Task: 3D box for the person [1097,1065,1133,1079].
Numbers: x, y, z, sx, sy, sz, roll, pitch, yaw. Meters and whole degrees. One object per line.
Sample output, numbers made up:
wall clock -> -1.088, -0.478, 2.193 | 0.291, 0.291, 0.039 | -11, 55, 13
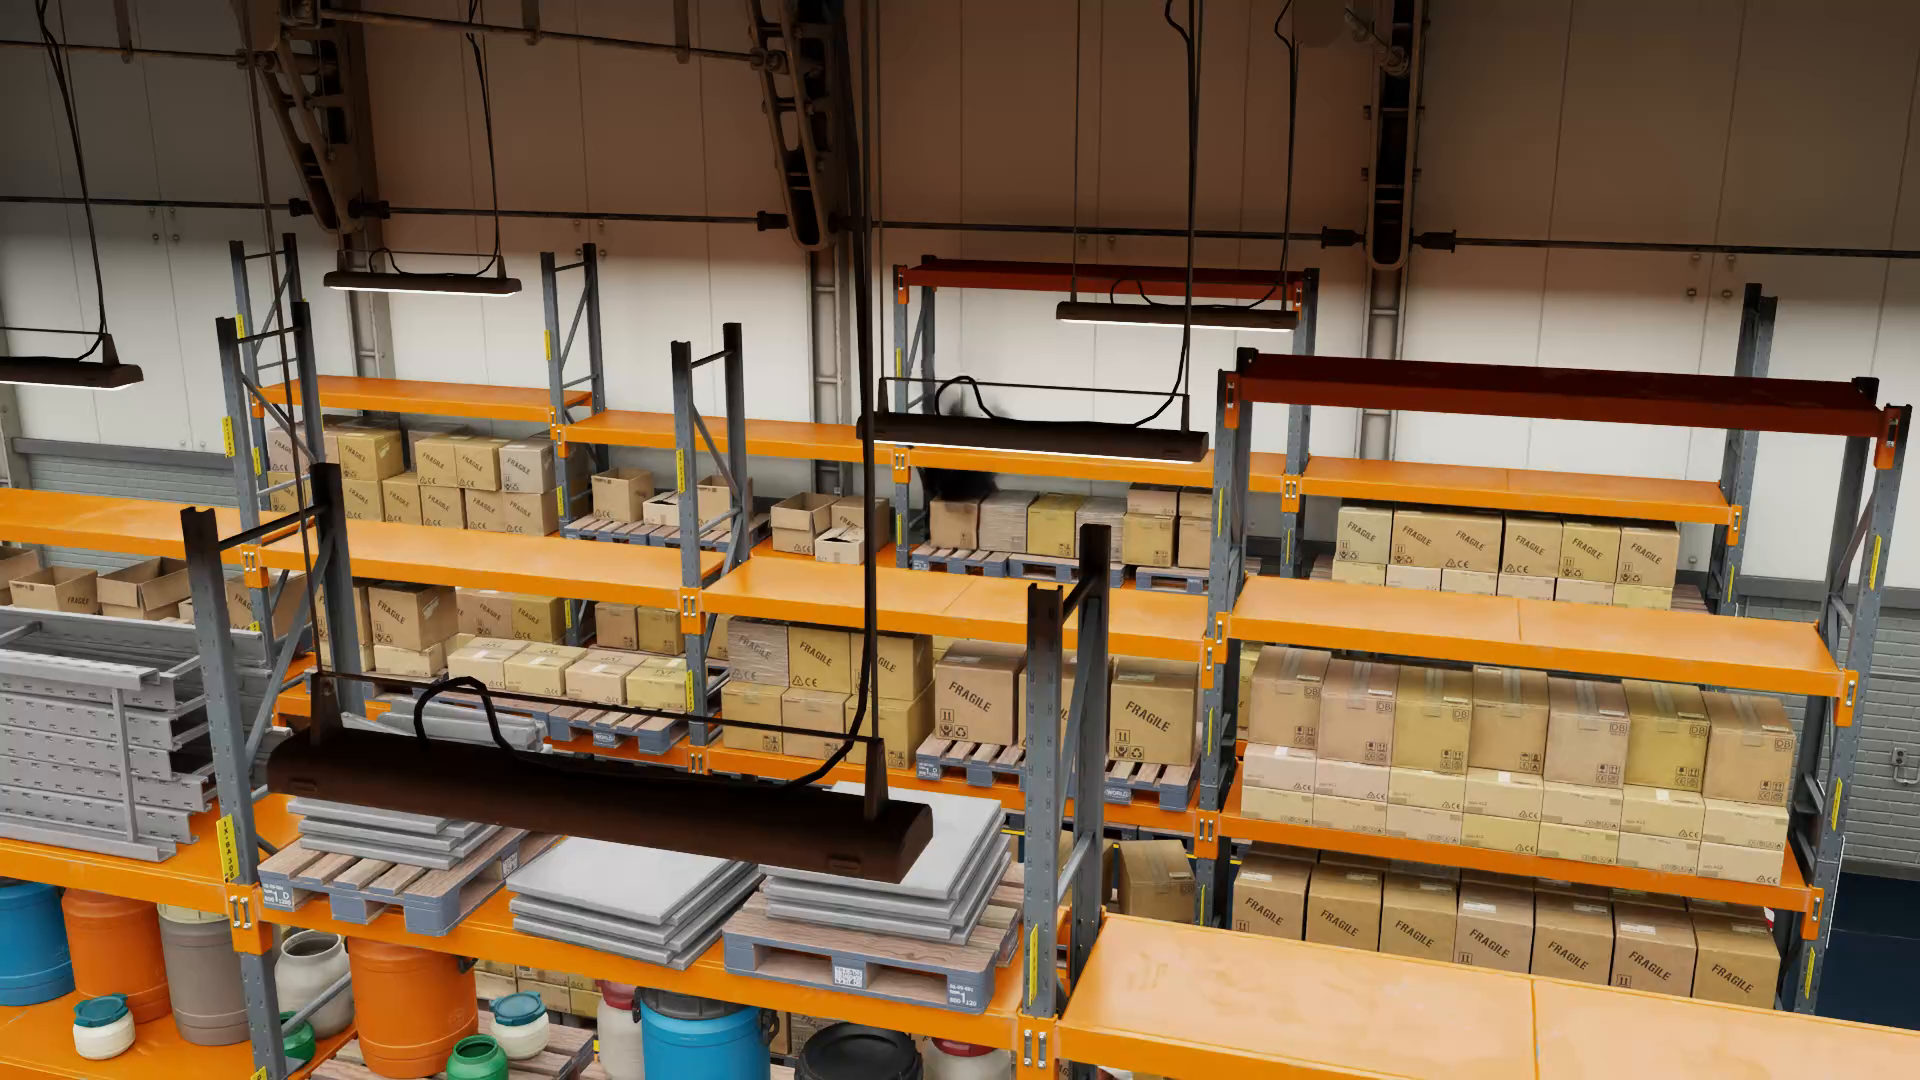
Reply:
person -> 1.051, 4.172, 11.019 | 0.870, 1.815, 0.636 | 3, 16, 11
